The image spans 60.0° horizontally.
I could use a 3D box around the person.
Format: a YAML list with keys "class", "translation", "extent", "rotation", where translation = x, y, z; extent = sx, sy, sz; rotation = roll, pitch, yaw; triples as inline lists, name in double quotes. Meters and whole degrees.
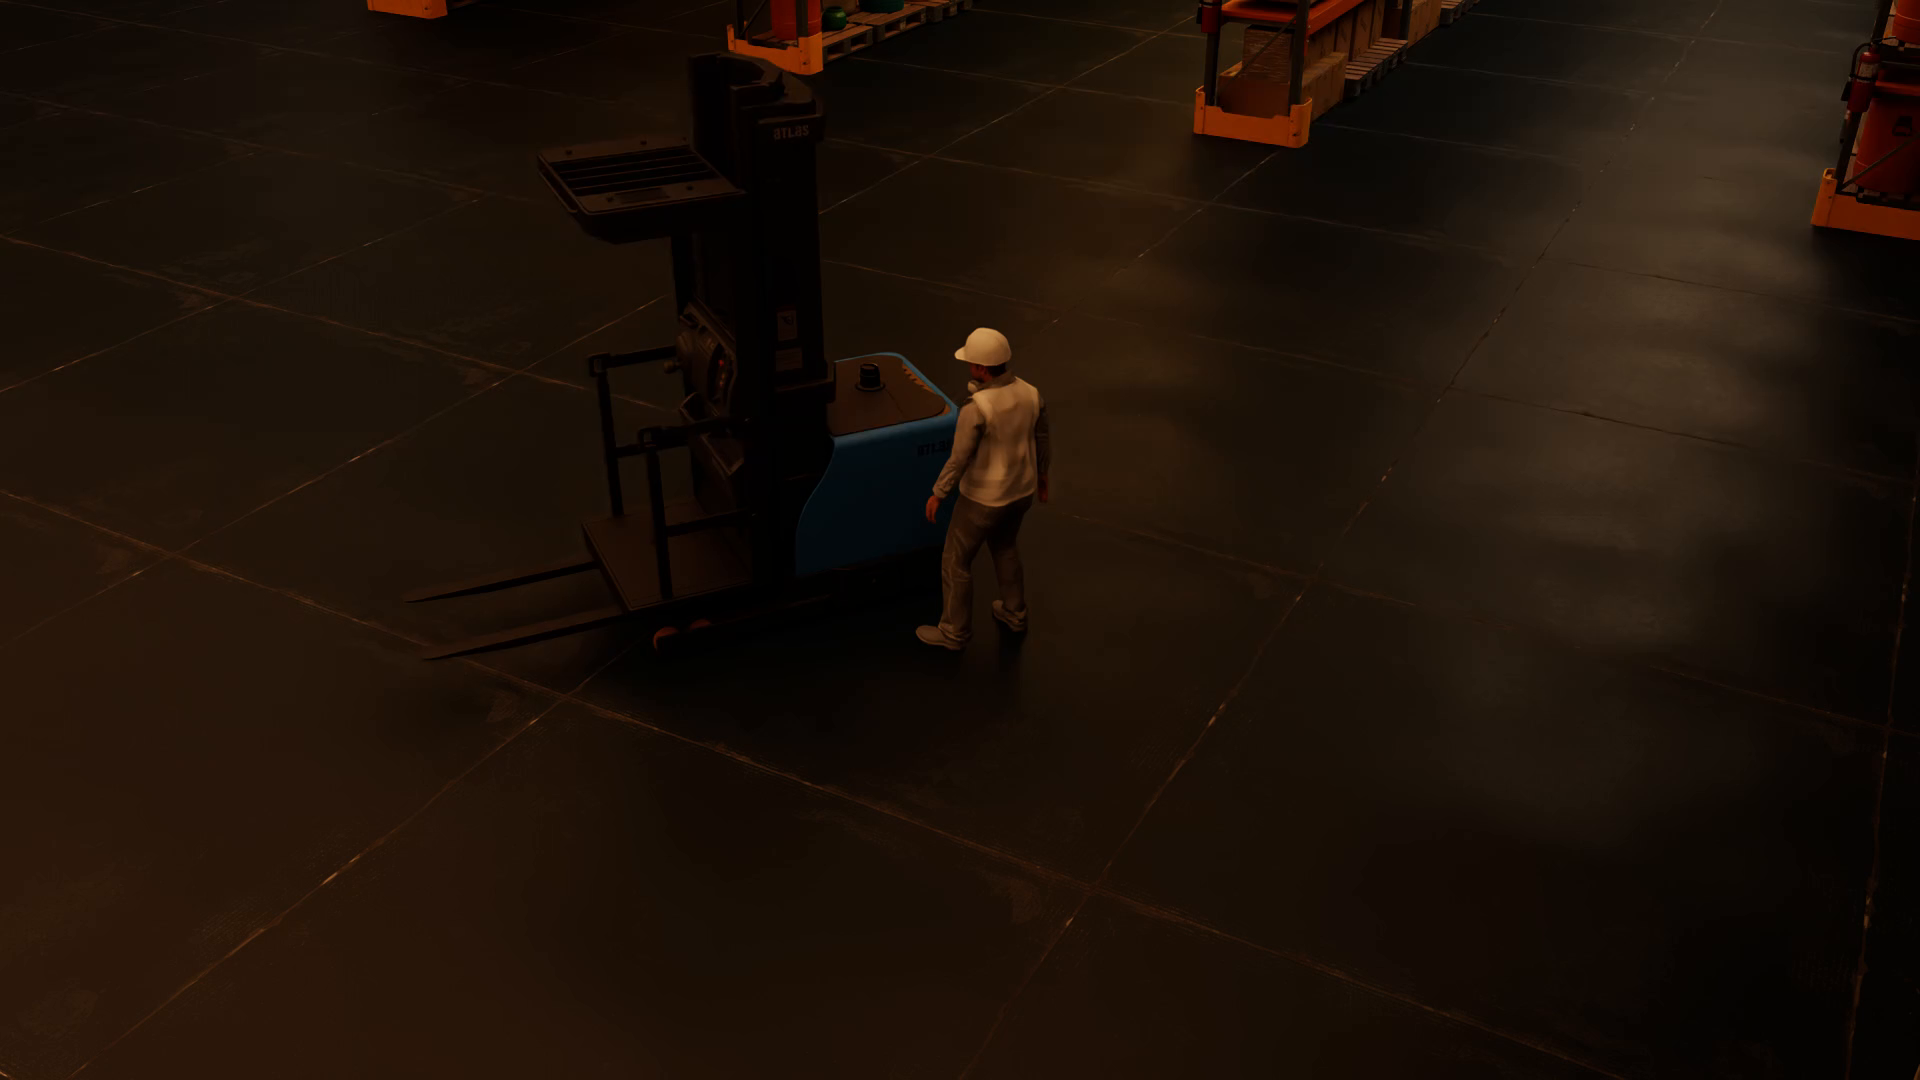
- class: "person"
  translation: [0.155, -0.282, 8.744]
  extent: [0.763, 1.748, 0.421]
  rotation: [-25, 38, -36]

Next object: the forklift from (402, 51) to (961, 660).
- class: "forklift"
  translation: [-1.513, -0.937, 8.694]
  extent: [3.031, 2.935, 1.130]
  rotation: [-13, 32, -21]
